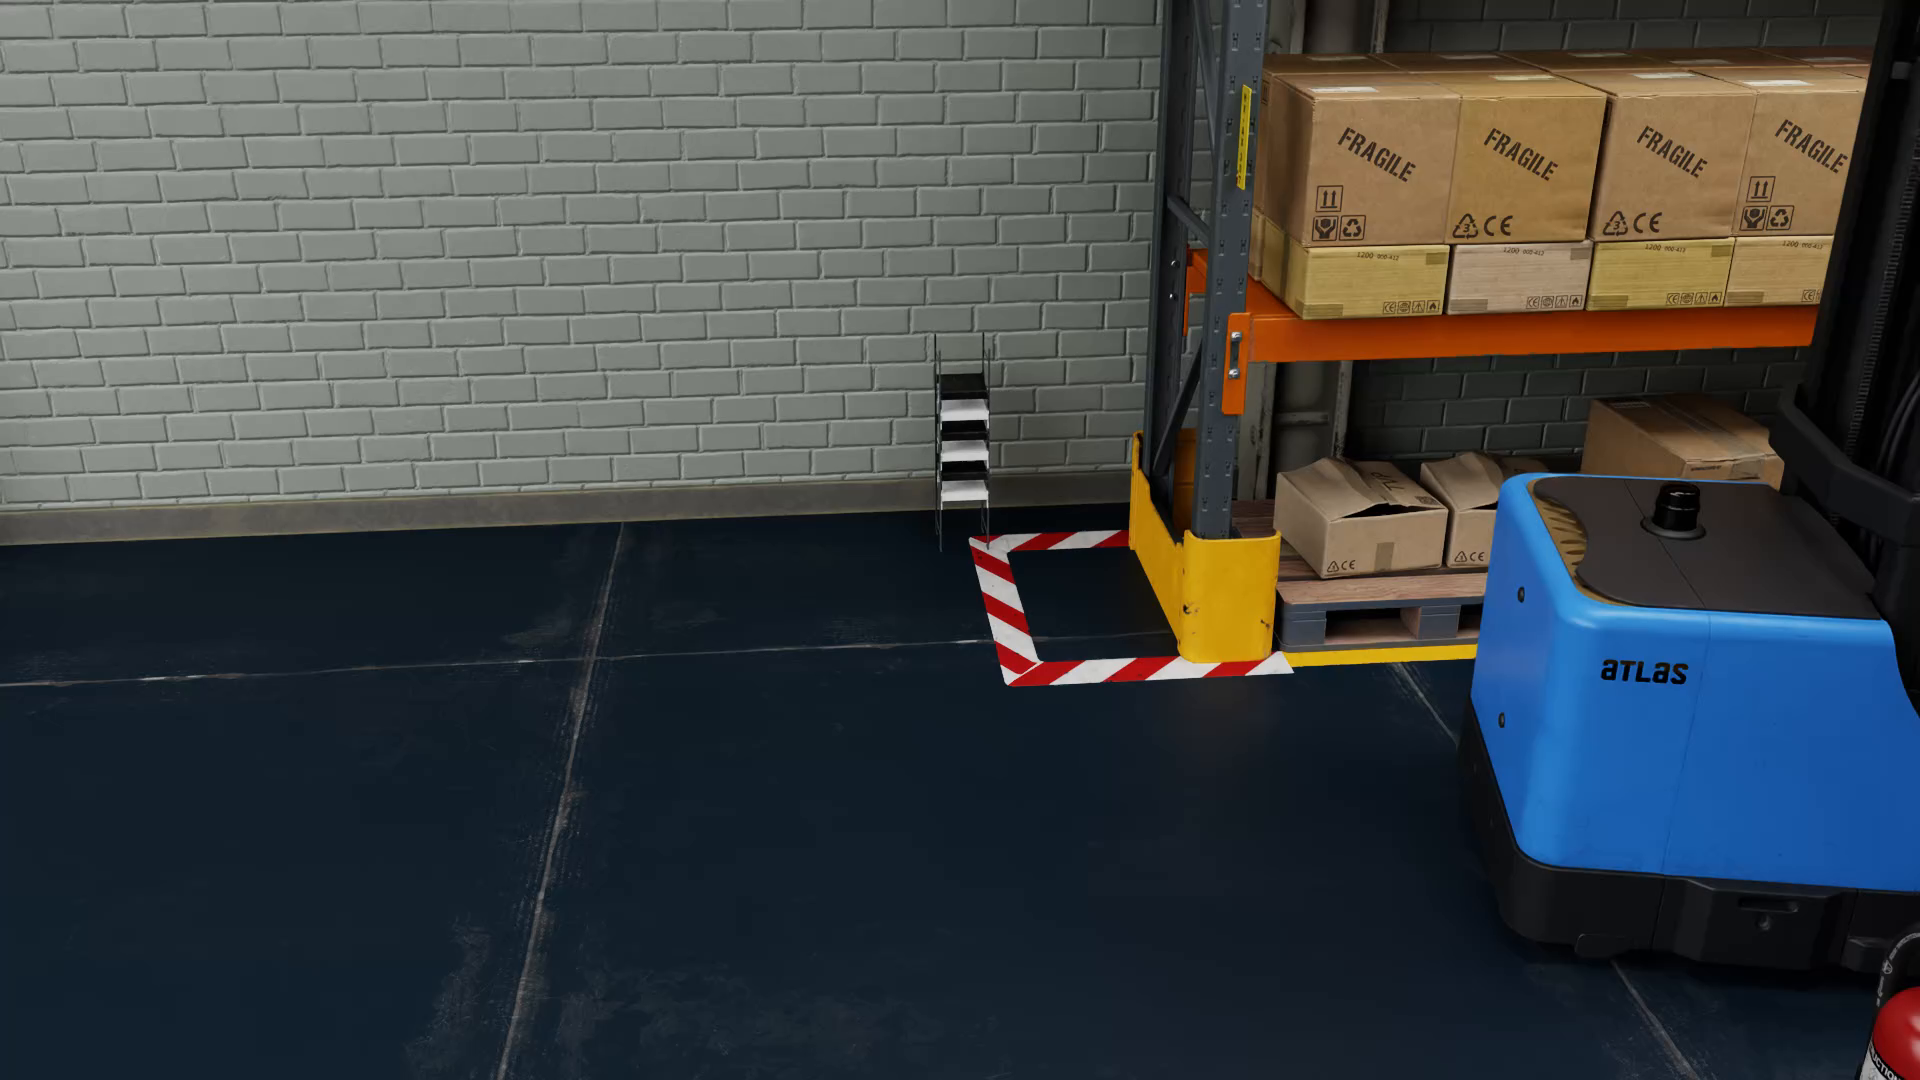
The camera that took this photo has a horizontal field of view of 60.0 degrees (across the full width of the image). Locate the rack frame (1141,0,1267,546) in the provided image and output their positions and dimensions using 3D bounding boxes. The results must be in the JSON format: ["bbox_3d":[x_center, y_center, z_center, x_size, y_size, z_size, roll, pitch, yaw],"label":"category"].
[{"bbox_3d":[0.878,-1.147,6.137,0.127,3.000,1.000,-2,24,-5],"label":"rack frame"}]

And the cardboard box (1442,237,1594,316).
[{"bbox_3d":[1.911,-1.005,5.979,0.500,0.250,0.500,-3,24,-7],"label":"cardboard box"}]

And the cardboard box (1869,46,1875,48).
[{"bbox_3d":[3.856,-1.636,6.475,0.500,0.500,0.500,-2,24,-5],"label":"cardboard box"}]

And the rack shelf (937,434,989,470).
[{"bbox_3d":[0.008,-0.381,7.081,0.200,0.077,0.258,-2,24,-5],"label":"rack shelf"}]

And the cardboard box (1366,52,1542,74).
[{"bbox_3d":[1.828,-1.551,6.283,0.500,0.500,0.500,-2,24,-4],"label":"cardboard box"}]

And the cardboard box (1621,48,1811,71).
[{"bbox_3d":[2.844,-1.594,6.379,0.500,0.500,0.500,-2,24,-4],"label":"cardboard box"}]

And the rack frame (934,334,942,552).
[{"bbox_3d":[-0.093,-0.407,7.059,0.006,0.900,0.240,-2,24,-5],"label":"rack frame"}]

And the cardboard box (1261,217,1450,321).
[{"bbox_3d":[1.395,-0.979,5.919,0.500,0.250,0.500,-3,24,-7],"label":"cardboard box"}]

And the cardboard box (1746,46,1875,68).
[{"bbox_3d":[3.359,-1.619,6.436,0.500,0.500,0.500,-2,24,-4],"label":"cardboard box"}]

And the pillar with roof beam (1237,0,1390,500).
[{"bbox_3d":[1.913,-2.526,1.854,0.400,9.000,9.100,-2,24,-5],"label":"pillar with roof beam"}]

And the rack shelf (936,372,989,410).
[{"bbox_3d":[0.008,-0.628,6.972,0.200,0.077,0.258,-2,24,-5],"label":"rack shelf"}]

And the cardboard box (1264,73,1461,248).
[{"bbox_3d":[1.383,-1.328,5.781,0.500,0.500,0.500,-2,24,-5],"label":"cardboard box"}]

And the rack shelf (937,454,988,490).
[{"bbox_3d":[0.008,-0.299,7.118,0.200,0.077,0.258,-2,24,-5],"label":"rack shelf"}]

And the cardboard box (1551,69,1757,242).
[{"bbox_3d":[2.391,-1.362,5.857,0.500,0.500,0.500,-3,24,-7],"label":"cardboard box"}]

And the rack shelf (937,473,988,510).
[{"bbox_3d":[0.008,-0.217,7.155,0.200,0.077,0.258,-2,24,-5],"label":"rack shelf"}]

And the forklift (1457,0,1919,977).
[{"bbox_3d":[3.081,-0.305,4.328,3.031,2.935,1.130,3,24,7],"label":"forklift"}]

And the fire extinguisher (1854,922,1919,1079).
[{"bbox_3d":[1.206,0.707,2.060,0.183,0.674,0.296,-2,24,-5],"label":"fire extinguisher"}]

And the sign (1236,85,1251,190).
[{"bbox_3d":[0.932,-1.323,5.468,0.005,0.325,0.100,-2,24,-5],"label":"sign"}]

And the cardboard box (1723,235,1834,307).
[{"bbox_3d":[2.921,-1.042,6.062,0.500,0.250,0.500,-2,24,-5],"label":"cardboard box"}]

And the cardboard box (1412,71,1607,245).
[{"bbox_3d":[1.876,-1.344,5.816,0.500,0.500,0.500,-2,24,-5],"label":"cardboard box"}]

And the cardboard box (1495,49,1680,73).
[{"bbox_3d":[2.343,-1.573,6.334,0.500,0.500,0.500,-3,24,-7],"label":"cardboard box"}]

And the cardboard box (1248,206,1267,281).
[{"bbox_3d":[1.325,-1.185,6.382,0.500,0.250,0.500,-2,24,-4],"label":"cardboard box"}]

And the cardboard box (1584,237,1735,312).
[{"bbox_3d":[2.418,-1.023,6.019,0.500,0.250,0.500,-3,24,-6],"label":"cardboard box"}]

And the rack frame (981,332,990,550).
[{"bbox_3d":[0.109,-0.416,7.077,0.006,0.900,0.240,-2,24,-5],"label":"rack frame"}]

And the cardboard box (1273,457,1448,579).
[{"bbox_3d":[1.576,-0.111,6.574,0.500,0.311,0.500,-5,24,-11],"label":"cardboard box"}]

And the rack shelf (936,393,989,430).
[{"bbox_3d":[0.008,-0.546,7.008,0.200,0.077,0.258,-2,24,-5],"label":"rack shelf"}]

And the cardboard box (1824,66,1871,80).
[{"bbox_3d":[3.421,-1.408,5.962,0.500,0.500,0.500,-3,24,-7],"label":"cardboard box"}]

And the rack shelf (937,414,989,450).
[{"bbox_3d":[0.008,-0.463,7.045,0.200,0.077,0.258,-2,24,-5],"label":"rack shelf"}]

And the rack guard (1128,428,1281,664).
[{"bbox_3d":[0.954,-0.008,6.652,0.348,0.500,1.175,-2,24,-5],"label":"rack guard"}]

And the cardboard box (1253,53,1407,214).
[{"bbox_3d":[1.327,-1.535,6.247,0.500,0.500,0.500,-3,24,-6],"label":"cardboard box"}]

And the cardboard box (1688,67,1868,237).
[{"bbox_3d":[2.903,-1.387,5.914,0.500,0.500,0.500,-2,24,-3],"label":"cardboard box"}]

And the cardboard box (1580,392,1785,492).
[{"bbox_3d":[2.878,-0.229,6.608,0.500,0.500,0.700,-4,24,-8],"label":"cardboard box"}]

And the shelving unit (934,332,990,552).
[{"bbox_3d":[0.008,-0.412,7.068,0.210,0.900,0.258,-2,24,-5],"label":"shelving unit"}]

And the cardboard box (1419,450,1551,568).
[{"bbox_3d":[2.143,-0.133,6.626,0.500,0.311,0.500,0,24,-1],"label":"cardboard box"}]

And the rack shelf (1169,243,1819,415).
[{"bbox_3d":[2.869,-0.898,6.463,4.000,0.370,1.077,-2,24,-5],"label":"rack shelf"}]

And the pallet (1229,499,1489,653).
[{"bbox_3d":[1.766,0.106,6.751,1.213,0.211,1.003,-2,24,-5],"label":"pallet"}]
